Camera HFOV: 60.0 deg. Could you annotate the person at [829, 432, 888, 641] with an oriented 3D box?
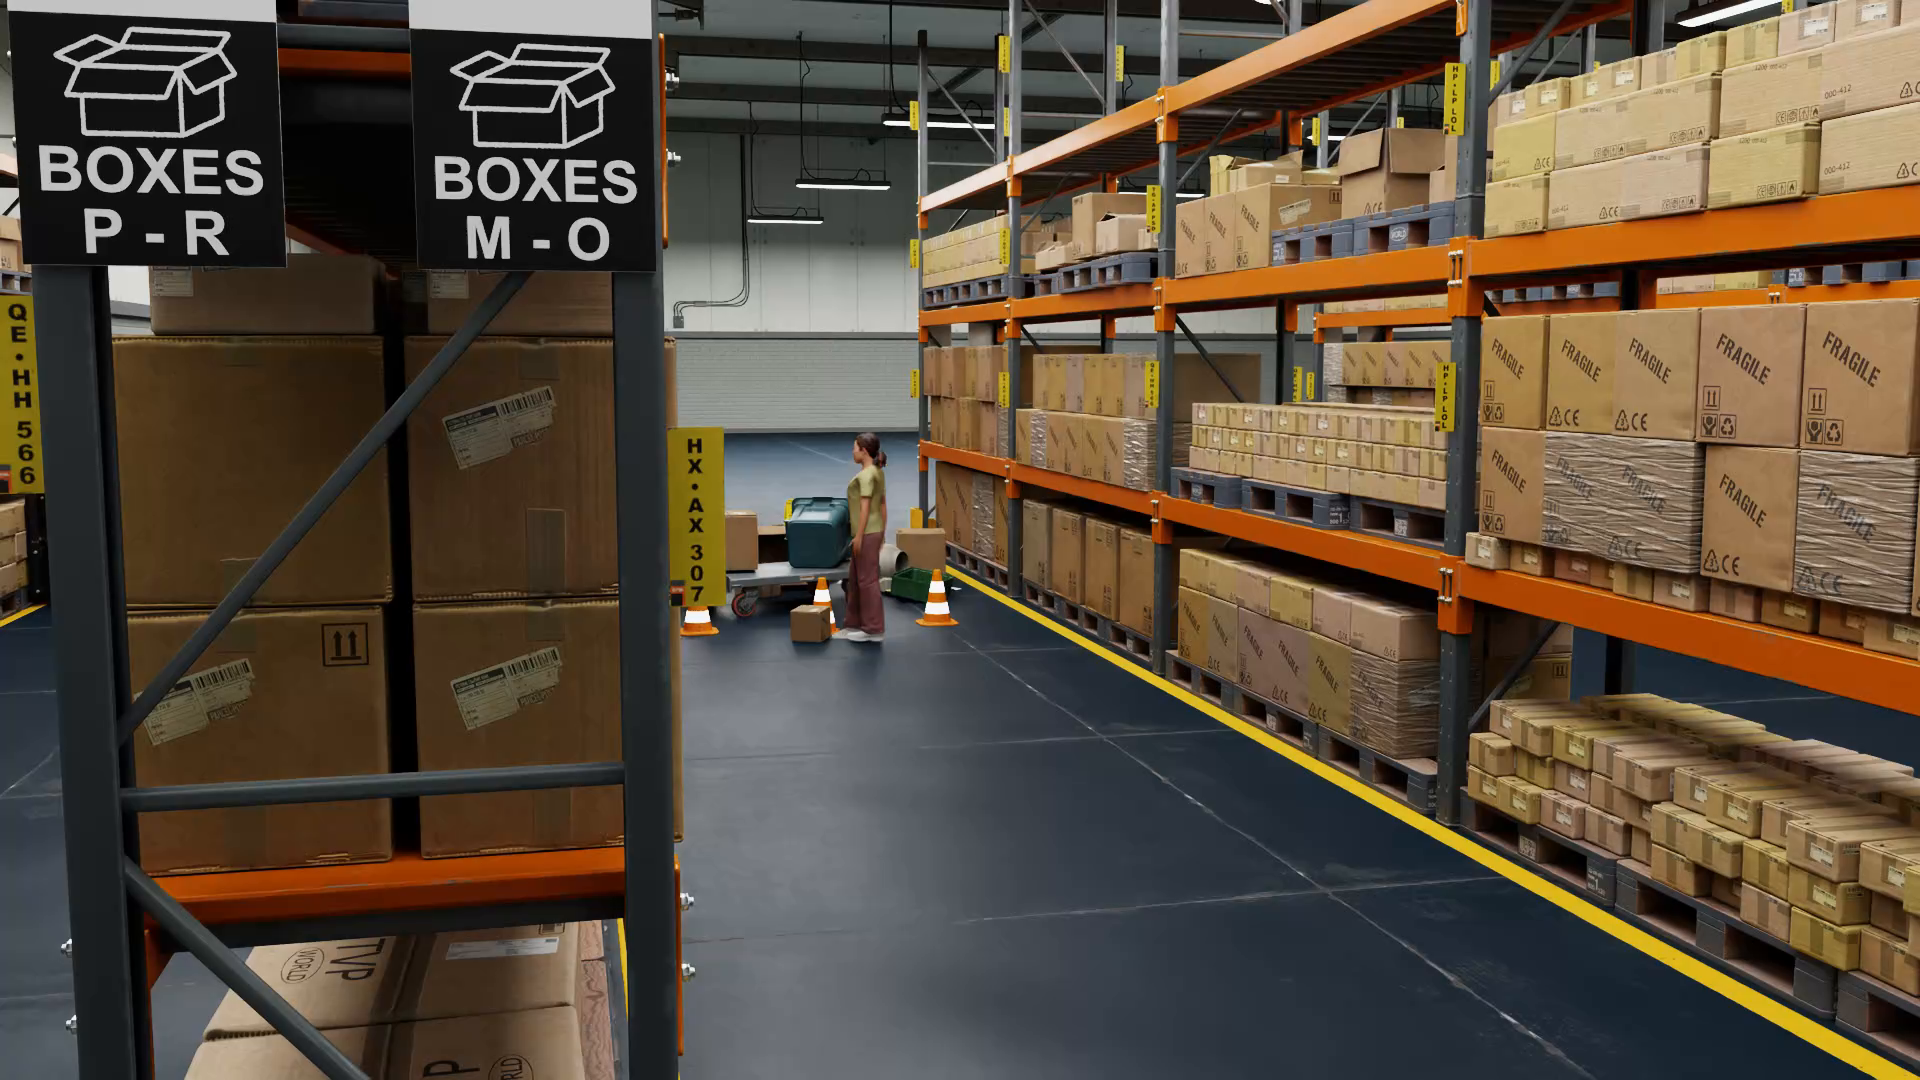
[{"bbox_3d":[-0.828,-0.007,13.291,0.519,1.703,0.471,1,6,7],"label":"person"}]
